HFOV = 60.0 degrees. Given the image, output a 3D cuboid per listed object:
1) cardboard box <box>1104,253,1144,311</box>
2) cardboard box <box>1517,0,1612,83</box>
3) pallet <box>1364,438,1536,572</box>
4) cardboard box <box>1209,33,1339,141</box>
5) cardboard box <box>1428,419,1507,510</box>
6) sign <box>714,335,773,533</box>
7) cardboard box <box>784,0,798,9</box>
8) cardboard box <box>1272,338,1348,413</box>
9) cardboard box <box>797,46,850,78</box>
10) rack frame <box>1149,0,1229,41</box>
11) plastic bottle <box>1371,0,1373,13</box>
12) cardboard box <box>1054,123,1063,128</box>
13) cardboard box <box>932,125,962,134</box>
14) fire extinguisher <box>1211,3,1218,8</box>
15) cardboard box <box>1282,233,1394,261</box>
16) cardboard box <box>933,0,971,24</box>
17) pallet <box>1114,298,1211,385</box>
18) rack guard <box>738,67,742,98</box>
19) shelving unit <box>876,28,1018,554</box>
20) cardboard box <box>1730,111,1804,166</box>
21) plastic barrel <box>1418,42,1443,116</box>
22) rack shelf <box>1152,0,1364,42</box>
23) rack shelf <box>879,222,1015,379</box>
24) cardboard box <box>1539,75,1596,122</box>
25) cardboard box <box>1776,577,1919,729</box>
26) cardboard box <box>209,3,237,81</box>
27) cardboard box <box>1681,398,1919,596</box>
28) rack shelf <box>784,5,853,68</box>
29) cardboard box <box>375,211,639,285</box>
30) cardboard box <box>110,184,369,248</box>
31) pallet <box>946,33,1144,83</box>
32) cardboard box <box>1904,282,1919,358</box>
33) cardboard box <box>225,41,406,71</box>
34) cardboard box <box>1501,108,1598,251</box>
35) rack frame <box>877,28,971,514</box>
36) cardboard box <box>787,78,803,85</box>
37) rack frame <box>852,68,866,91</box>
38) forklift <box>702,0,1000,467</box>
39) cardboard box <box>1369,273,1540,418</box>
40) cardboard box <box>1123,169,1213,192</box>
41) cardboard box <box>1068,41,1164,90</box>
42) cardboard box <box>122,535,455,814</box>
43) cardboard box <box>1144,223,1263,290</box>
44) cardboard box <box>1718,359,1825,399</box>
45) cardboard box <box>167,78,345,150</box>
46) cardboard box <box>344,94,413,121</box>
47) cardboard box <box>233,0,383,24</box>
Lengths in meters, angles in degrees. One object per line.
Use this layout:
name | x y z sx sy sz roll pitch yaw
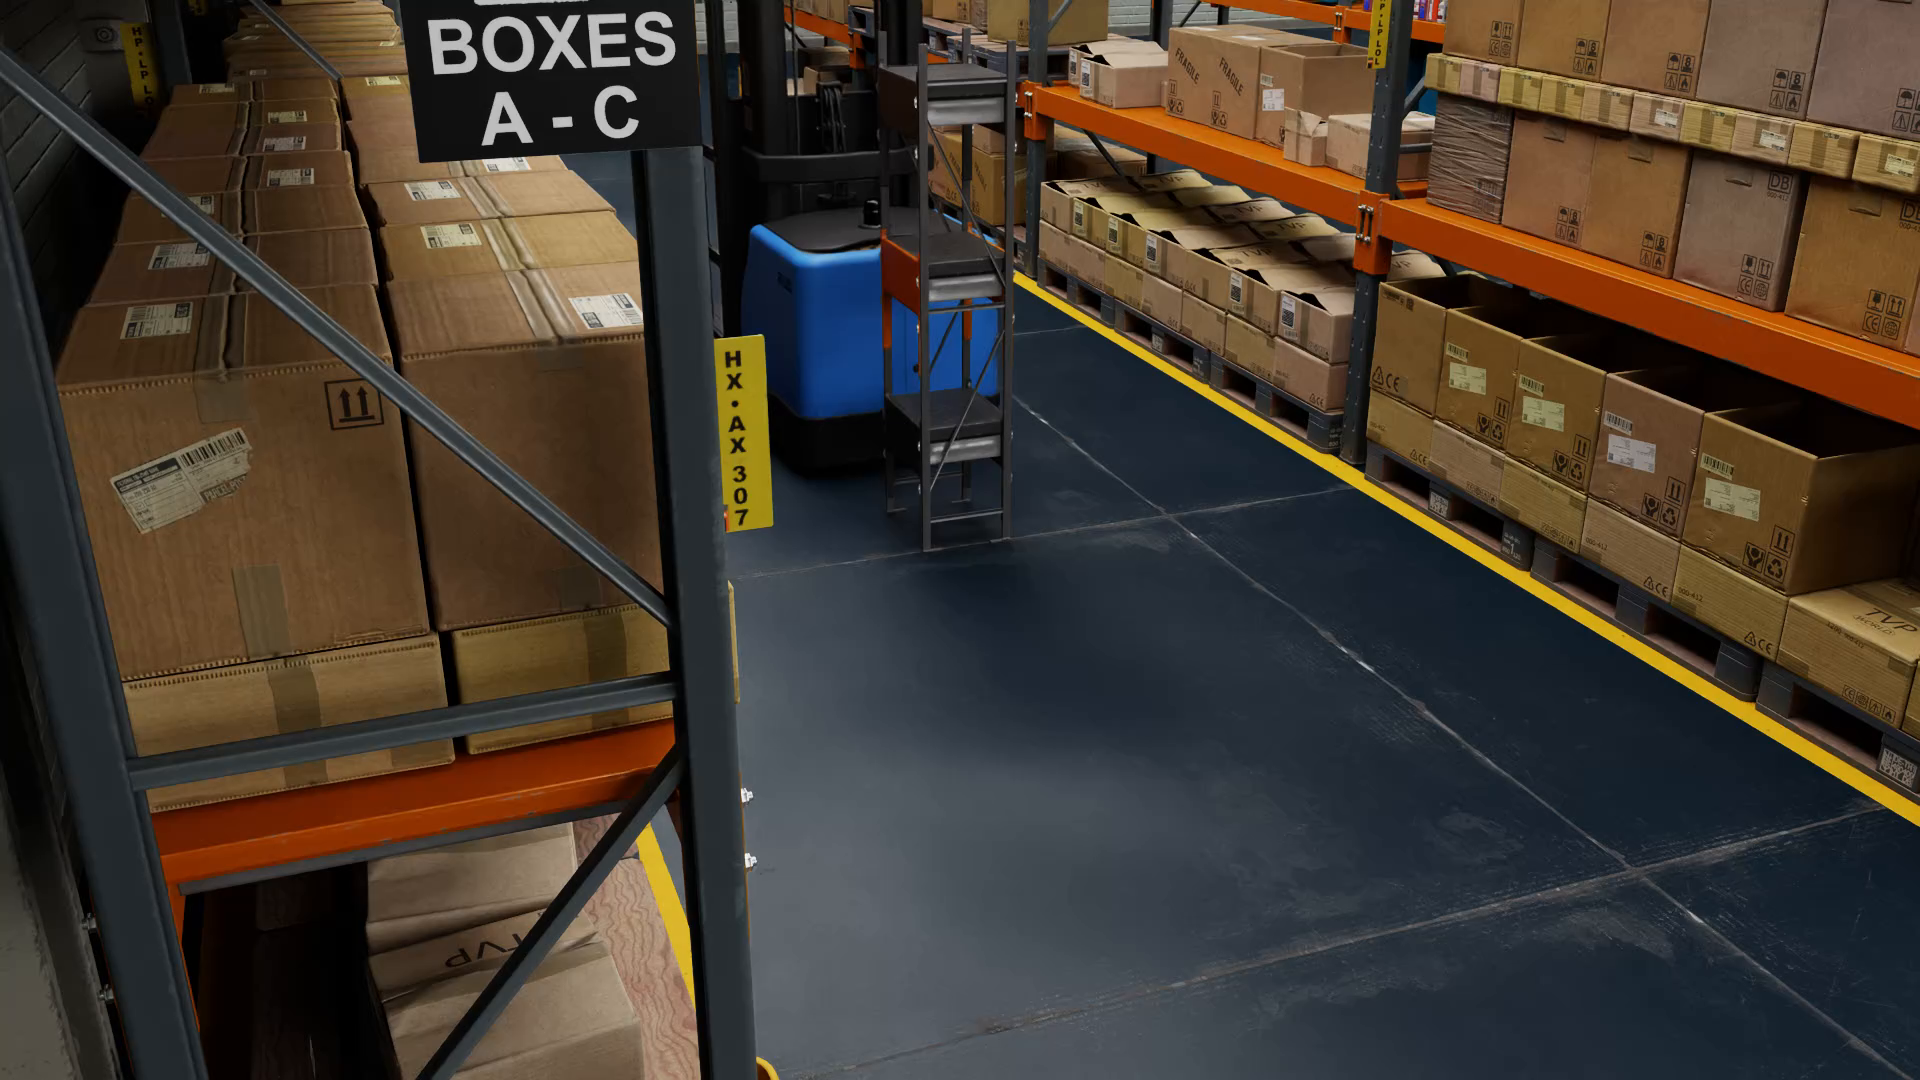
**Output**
cardboard box | 1.221 -1.607 10.199 0.500 0.250 0.500 -9 24 -20
cardboard box | 2.699 -2.128 6.638 0.700 0.500 0.500 -8 24 -19
pallet | 2.598 -0.248 7.567 1.003 0.211 1.213 -8 24 -19
cardboard box | 1.737 -2.529 9.259 0.500 0.500 0.500 -8 24 -19
cardboard box | 2.409 -0.362 7.246 0.500 0.250 0.500 -8 24 -19
sign | -0.356 -0.167 2.669 0.100 0.325 0.005 -8 24 -19
cardboard box | -1.436 -5.485 16.274 0.500 0.500 0.500 -8 24 -18
cardboard box | 1.939 -0.865 8.440 0.500 0.250 0.500 -9 24 -20
cardboard box | -1.460 -5.075 18.081 0.500 0.500 0.500 -8 24 -19
rack frame | 2.753 -6.866 19.679 1.000 3.000 0.127 -8 24 -19
plastic bottle | 3.943 -5.119 15.683 0.061 0.283 0.133 -8 24 -19
cardboard box | 0.498 -3.098 13.390 0.500 0.500 0.500 -9 25 -21
cardboard box | 0.004 -3.376 13.085 0.500 0.250 0.500 -9 24 -20
fire extinguisher | 3.124 -6.776 20.045 0.296 0.674 0.183 -8 24 -19
cardboard box | 2.088 -1.568 9.385 0.500 0.311 0.500 -9 25 -21
cardboard box | 0.212 -4.341 13.018 0.700 0.500 0.500 -15 27 -32
pallet | 1.625 -1.249 9.942 1.003 0.211 1.213 -8 24 -19
rack guard | -1.856 -5.009 18.490 1.175 0.500 0.348 -8 24 -19
shelving unit | -0.059 -1.028 6.985 0.431 2.100 0.503 -8 24 -19
cardboard box | 2.906 -1.396 5.735 0.380 0.149 0.250 -9 24 -20
plastic barrel | 4.592 -4.182 15.472 0.600 0.901 0.708 -8 24 -19
rack shelf | 3.459 -5.808 18.095 1.077 0.370 4.000 -8 24 -19
rack shelf | -0.059 -1.015 6.990 0.431 0.518 0.480 -8 24 -19
cardboard box | 2.546 -1.769 6.621 0.380 0.149 0.250 -9 24 -19
cardboard box | 3.116 0.365 5.522 0.500 0.250 0.500 -8 24 -19
cardboard box | -4.103 -2.928 9.798 0.500 0.500 0.500 -8 24 -19
cardboard box | 2.935 -0.162 5.806 0.500 0.500 0.500 -8 24 -19
rack shelf | -1.176 -5.130 16.485 1.077 0.370 4.000 -8 24 -19
cardboard box | -0.916 -0.375 3.479 0.500 0.500 0.500 -8 24 -19
cardboard box | -1.584 -0.493 3.759 0.500 0.500 0.500 -9 24 -20
pallet | 0.638 -3.430 11.772 1.213 0.211 1.003 -8 24 -19
cardboard box | 3.427 -0.782 5.115 0.700 0.500 0.500 -8 24 -18
cardboard box | -2.615 -1.789 6.938 0.700 0.500 0.500 -6 24 -14
cardboard box | 2.712 -1.523 6.872 0.700 0.500 0.500 -9 24 -20
rack frame | -0.145 -1.116 7.195 0.400 2.100 0.015 -8 24 -19
cardboard box | -1.779 -4.706 17.526 0.500 0.250 0.500 -8 24 -19
rack frame | -0.470 -4.735 14.622 1.000 3.000 0.127 -8 24 -19
forklift | -0.835 -2.238 8.787 1.130 2.935 3.031 -9 25 -21
cardboard box | 2.227 -0.889 7.530 0.500 0.500 0.500 -8 24 -19
cardboard box | 1.359 -2.310 11.145 0.500 0.311 0.500 -8 24 -18
cardboard box | 1.031 -3.102 10.863 0.500 0.311 0.500 -7 24 -16
cardboard box | -1.210 0.223 3.026 0.500 0.250 0.500 -8 24 -18
cardboard box | 1.407 -1.674 9.636 0.500 0.311 0.500 -9 24 -20
cardboard box | 3.261 -0.417 6.412 0.500 0.500 0.500 -8 24 -19
cardboard box | -2.306 -1.233 5.516 0.500 0.500 0.500 -9 24 -20
cardboard box | -1.638 -1.123 5.253 0.500 0.500 0.500 -8 24 -19
cardboard box | -3.514 -2.680 9.051 0.700 0.500 0.500 -11 25 -25
